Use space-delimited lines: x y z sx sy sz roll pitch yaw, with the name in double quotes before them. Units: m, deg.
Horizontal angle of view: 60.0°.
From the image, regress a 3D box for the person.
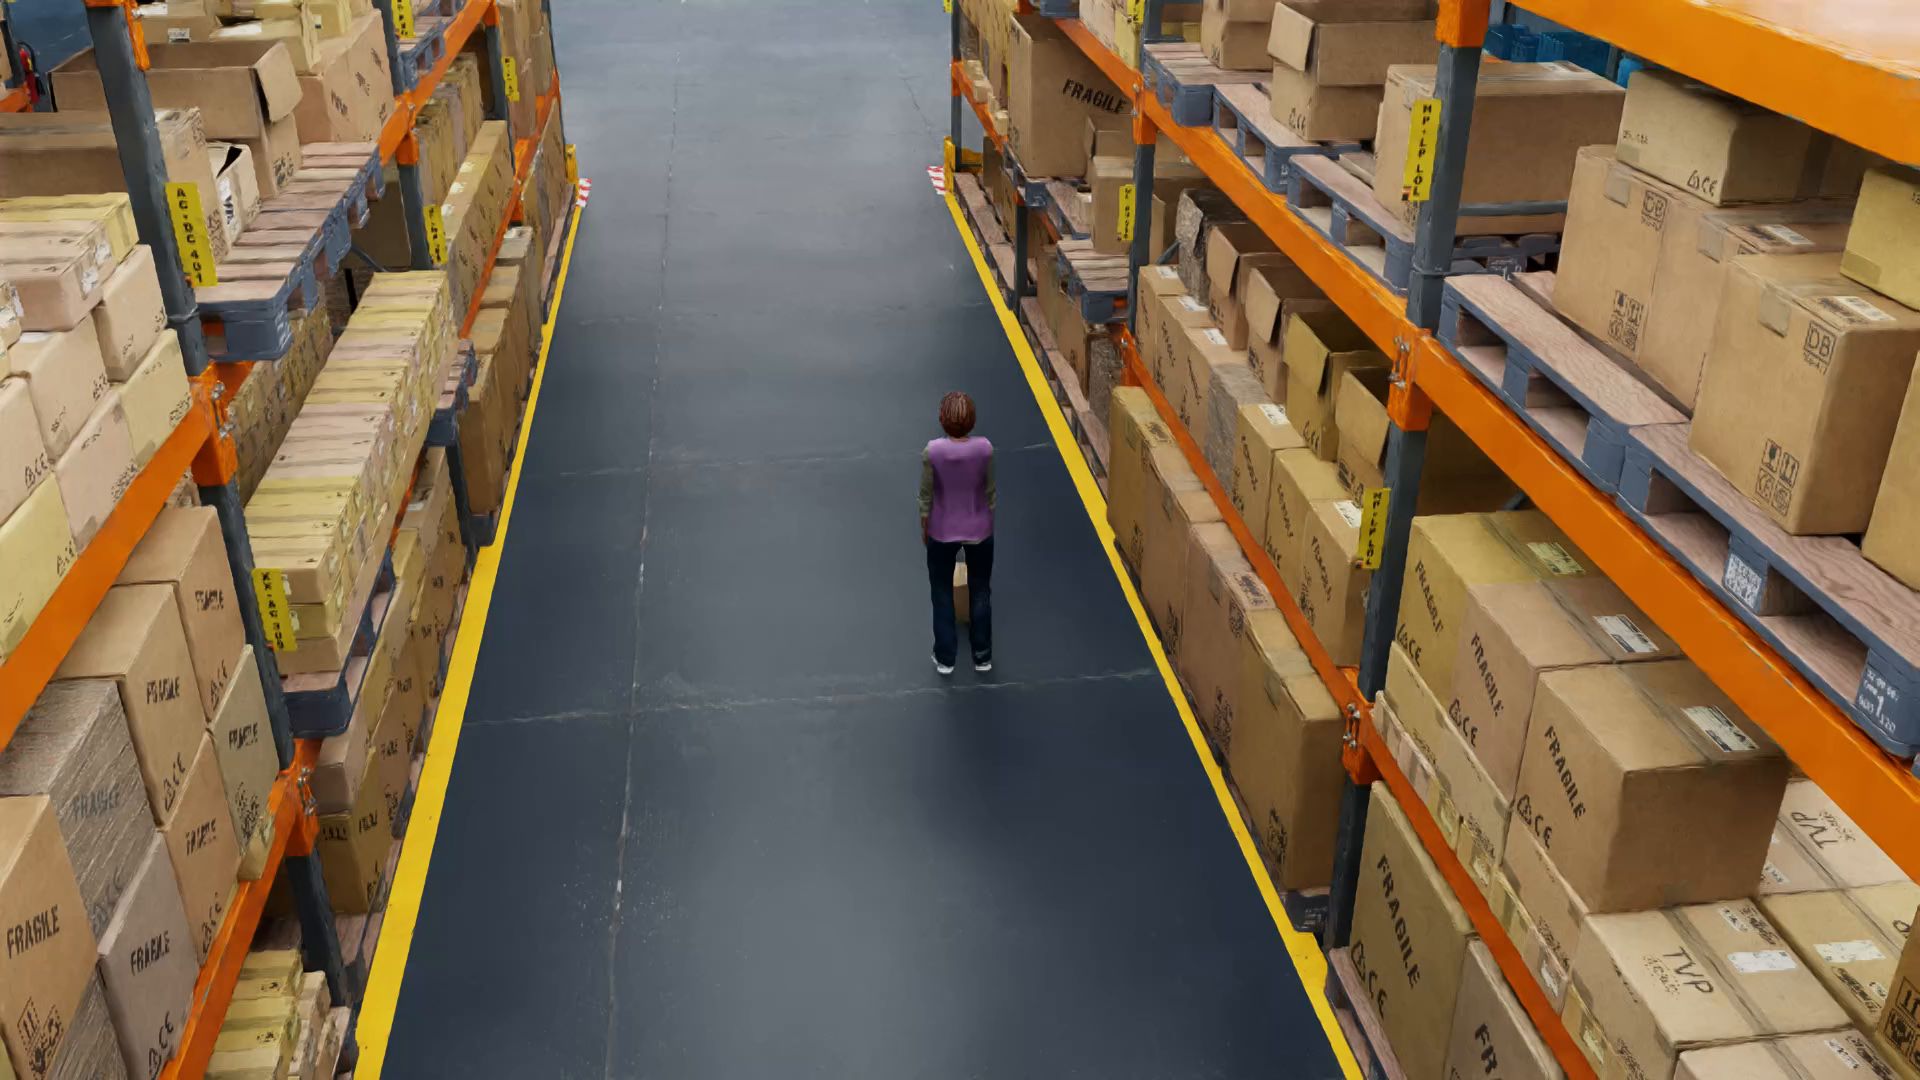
"person" -0.017 -0.031 8.698 0.407 1.594 0.299 -2 28 -4
